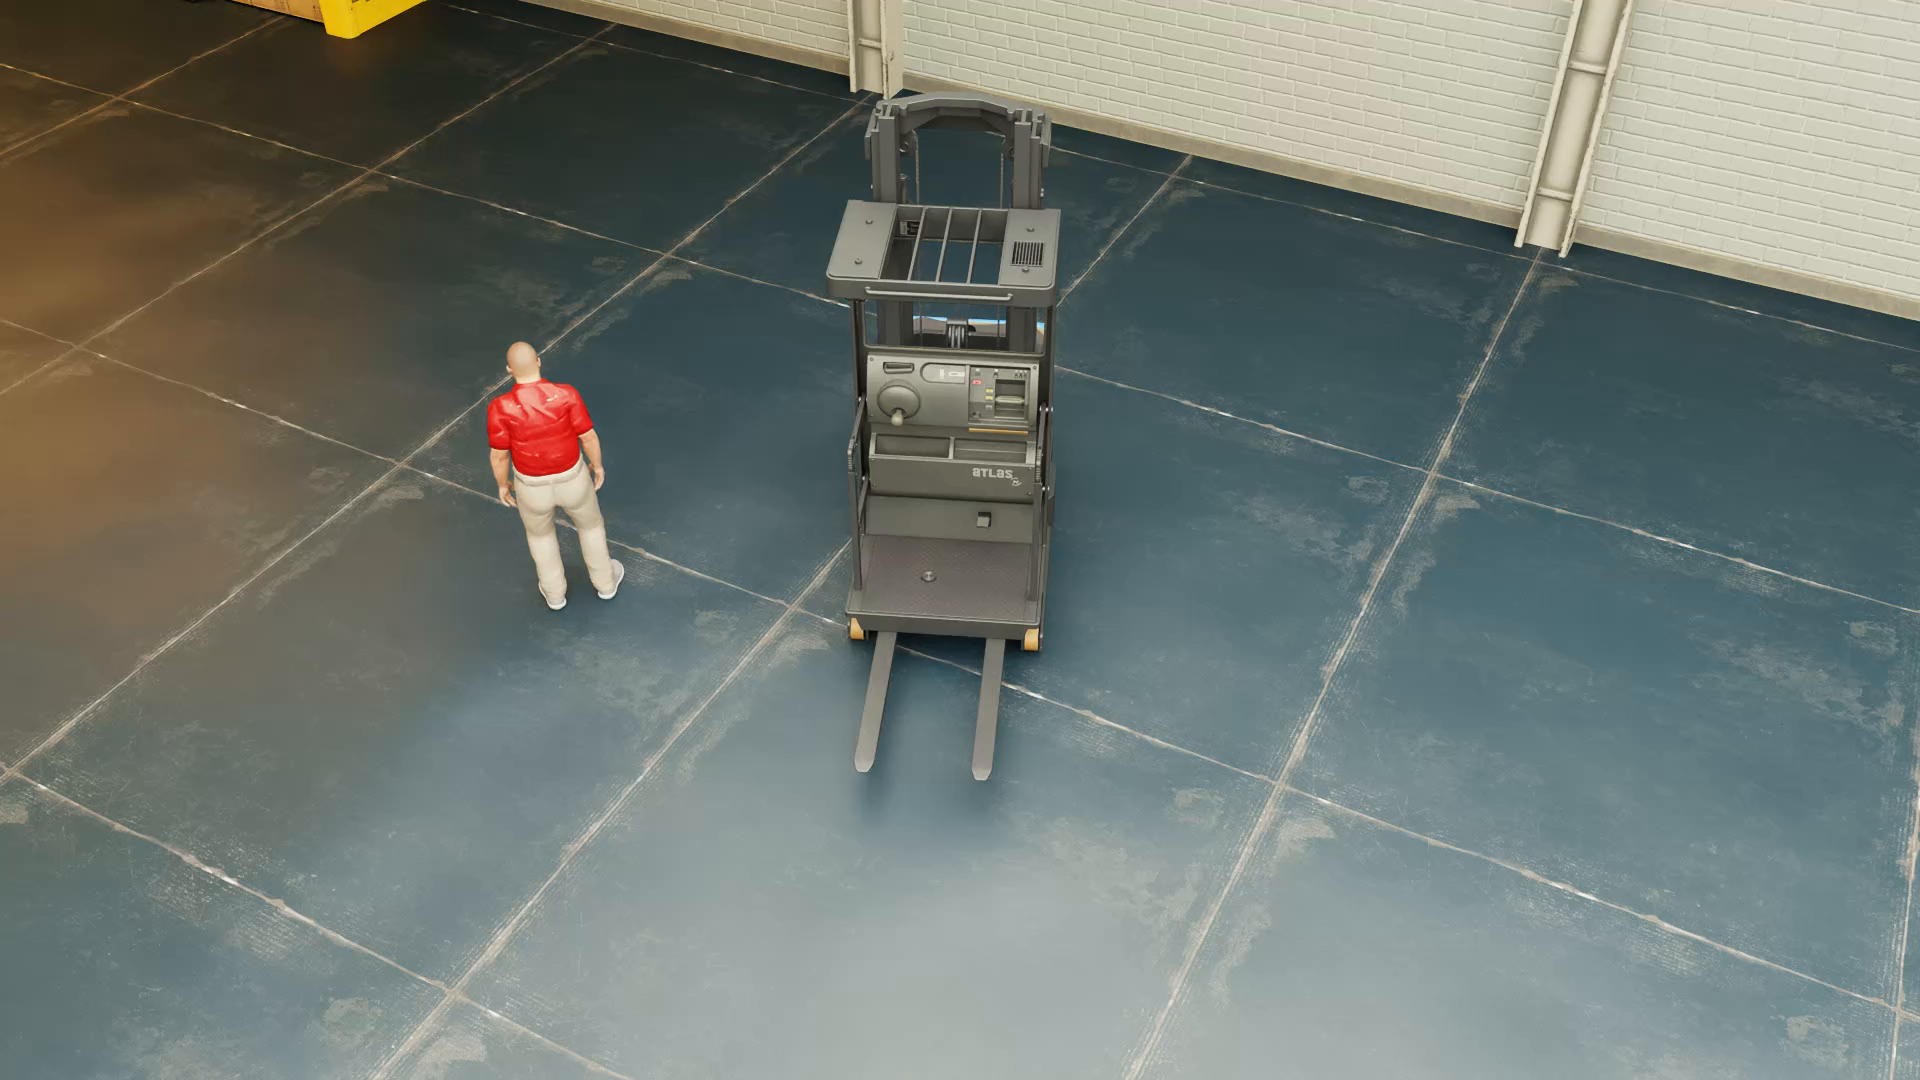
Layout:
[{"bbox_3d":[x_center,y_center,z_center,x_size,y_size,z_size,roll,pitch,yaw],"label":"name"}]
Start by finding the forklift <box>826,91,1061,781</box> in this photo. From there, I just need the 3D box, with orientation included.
[{"bbox_3d":[-0.058,-0.718,8.839,1.130,2.935,3.031,3,40,4],"label":"forklift"}]

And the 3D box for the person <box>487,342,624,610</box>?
[{"bbox_3d":[-2.288,-0.346,9.331,0.609,1.726,0.392,-11,41,-13],"label":"person"}]
